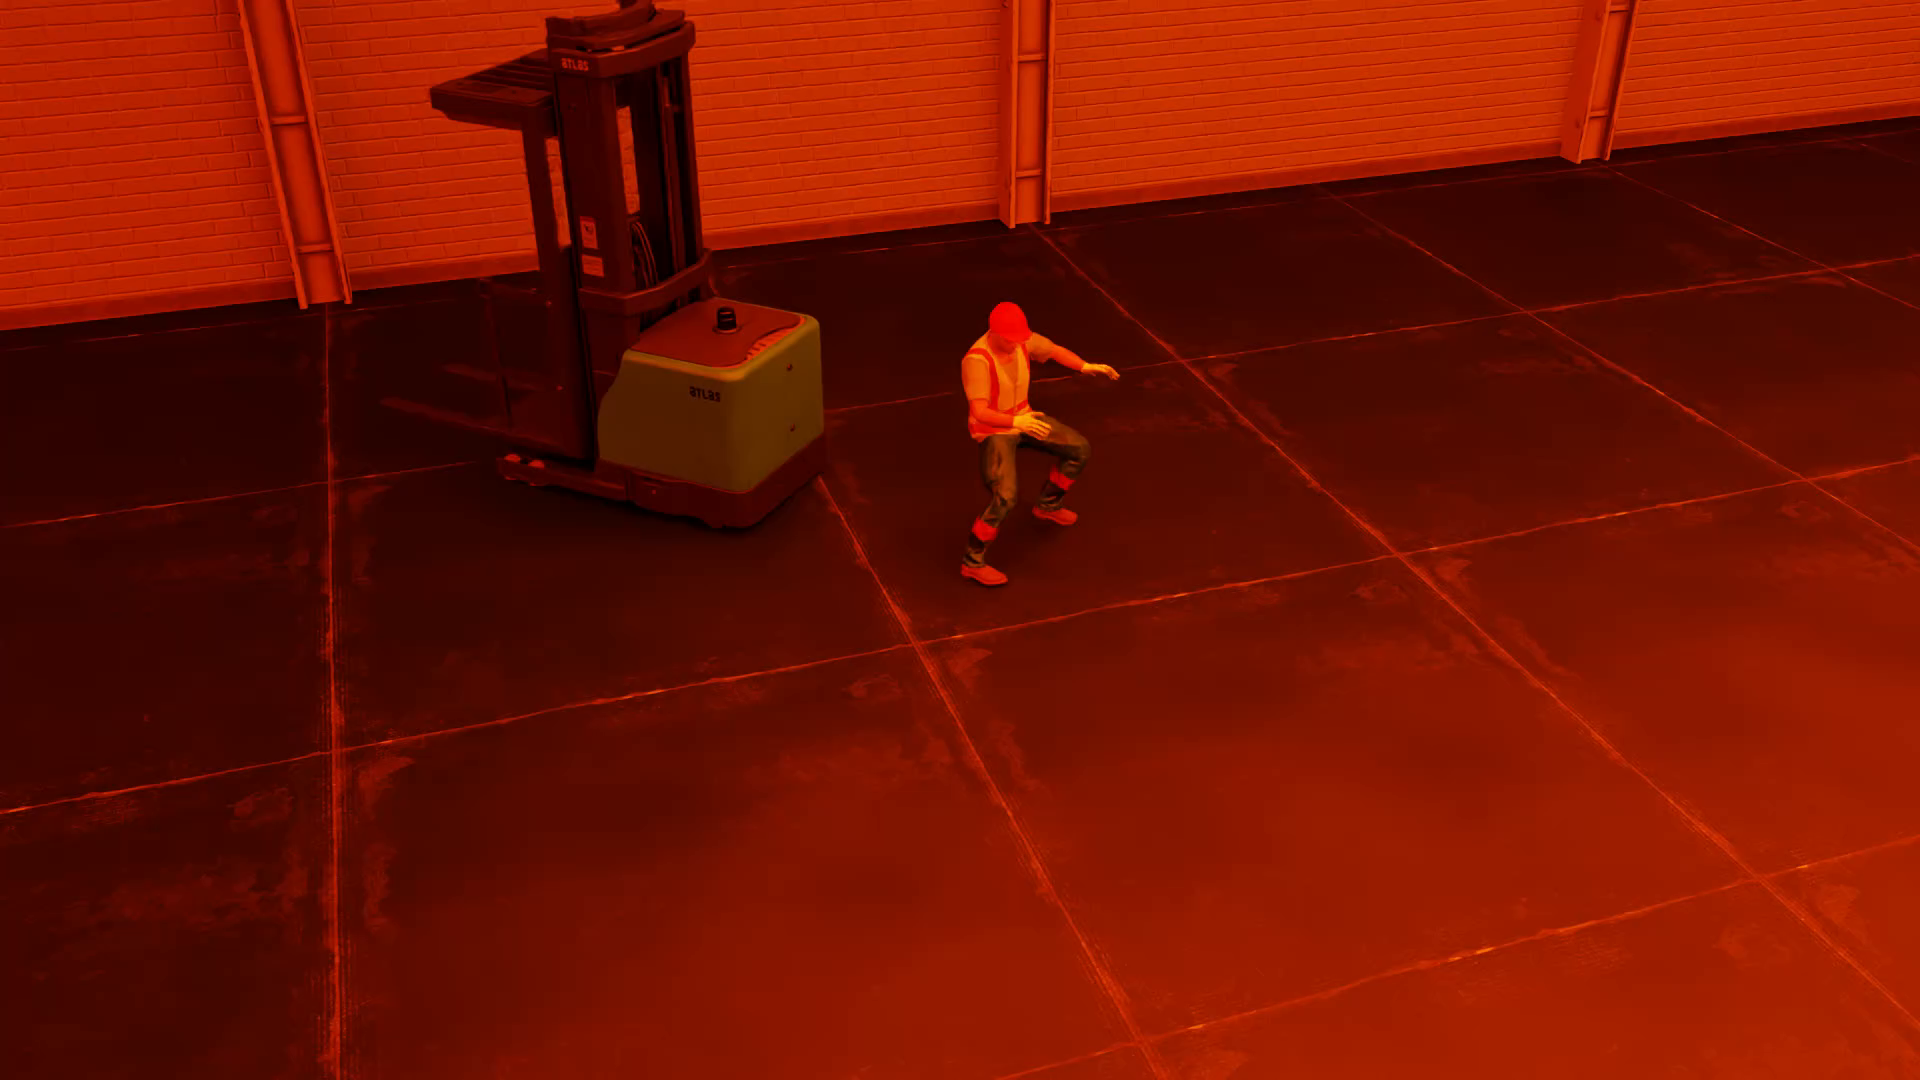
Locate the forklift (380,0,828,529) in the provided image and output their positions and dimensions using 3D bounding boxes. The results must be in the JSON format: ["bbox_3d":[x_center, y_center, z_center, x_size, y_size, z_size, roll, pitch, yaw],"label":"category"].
[{"bbox_3d":[-2.406,-1.830,10.267,3.031,2.935,1.130,14,33,22],"label":"forklift"}]

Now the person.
[{"bbox_3d":[0.396,-0.625,9.556,1.018,1.559,0.771,-25,38,-36],"label":"person"}]
